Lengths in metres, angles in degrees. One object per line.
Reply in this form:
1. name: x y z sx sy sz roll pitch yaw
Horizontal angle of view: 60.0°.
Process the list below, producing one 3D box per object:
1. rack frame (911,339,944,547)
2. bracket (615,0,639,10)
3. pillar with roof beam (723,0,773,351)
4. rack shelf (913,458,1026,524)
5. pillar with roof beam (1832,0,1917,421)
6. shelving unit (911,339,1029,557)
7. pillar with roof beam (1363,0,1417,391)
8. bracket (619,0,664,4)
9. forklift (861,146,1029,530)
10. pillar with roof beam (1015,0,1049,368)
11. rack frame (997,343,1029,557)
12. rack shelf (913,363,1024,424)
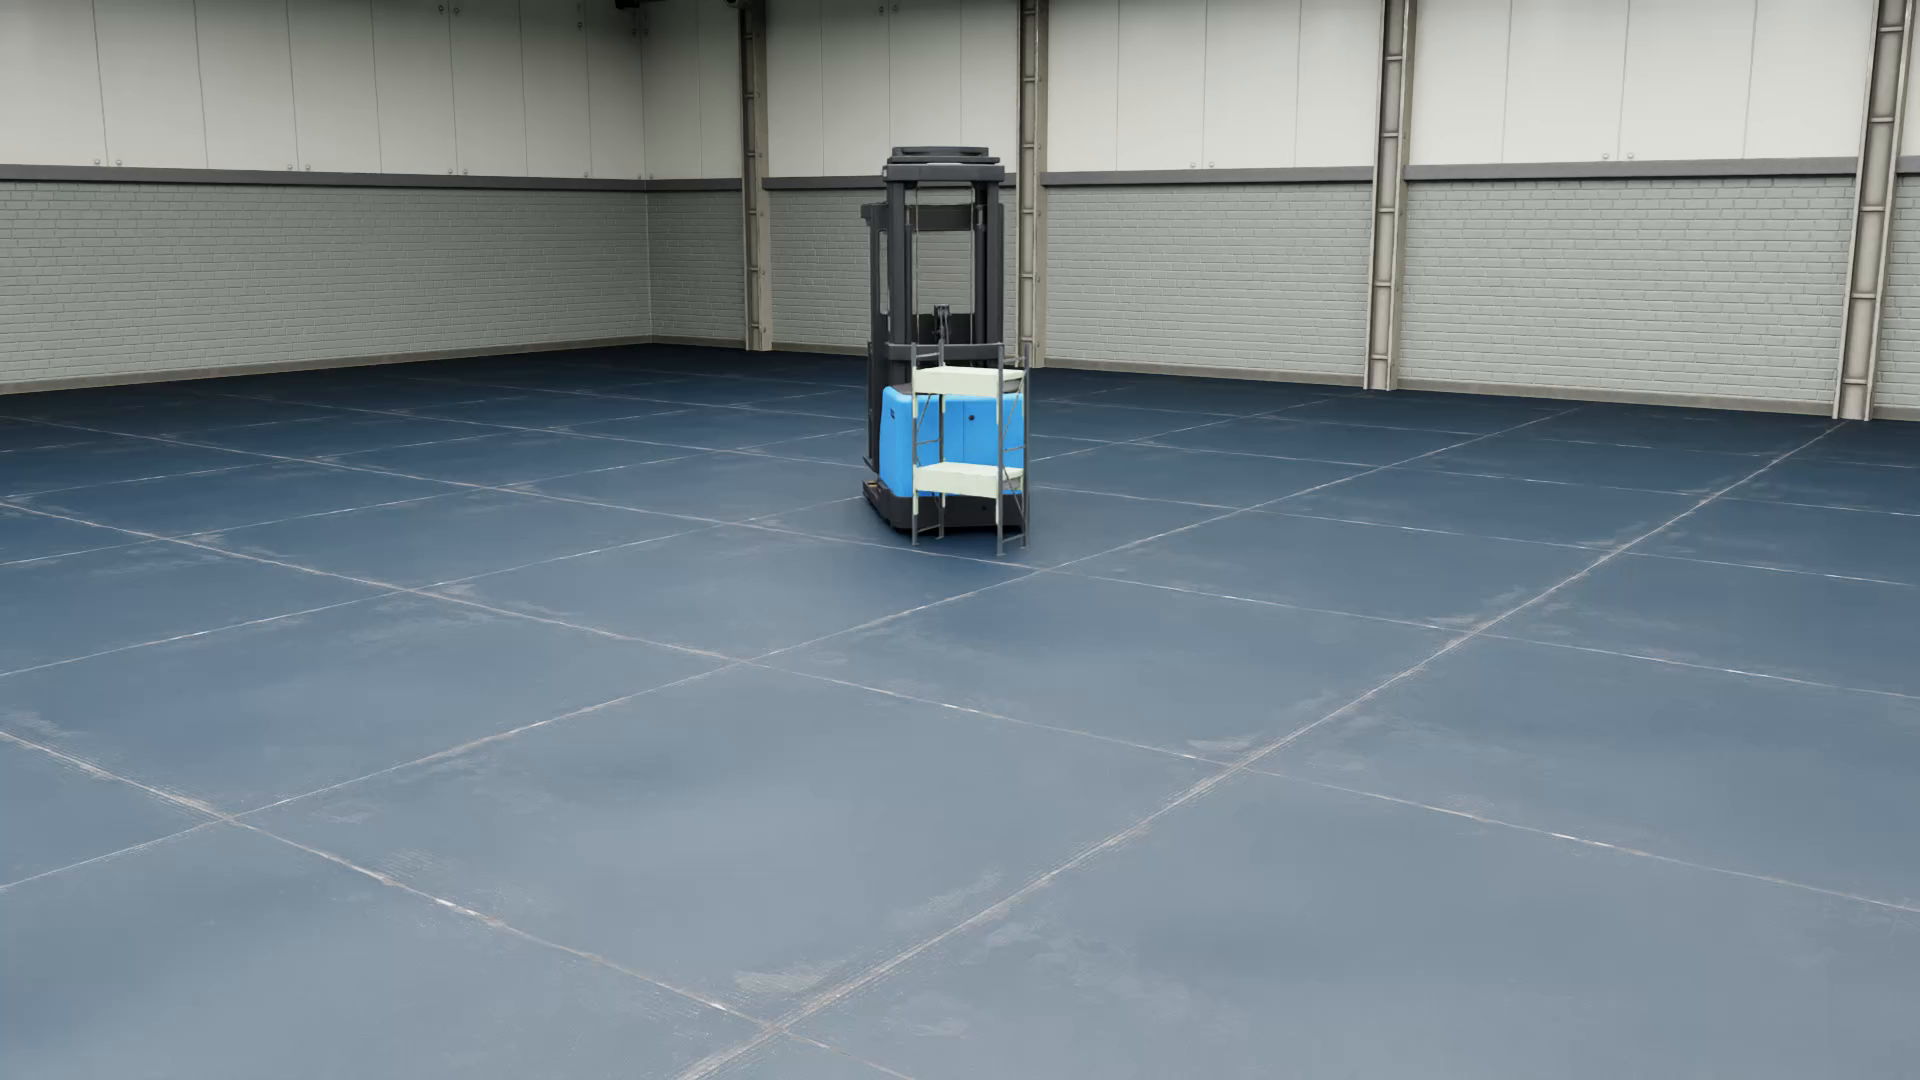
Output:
1. rack frame: -0.236 -0.721 12.308 0.023 1.500 0.400 7 13 32
2. bracket: -6.148 -9.942 30.752 0.430 0.232 0.235 8 13 36
3. pillar with roof beam: -6.242 -7.257 26.350 0.548 9.000 9.100 8 13 36
4. rack shelf: 0.073 -0.364 12.178 0.720 0.370 0.431 7 13 32
5. pillar with roof beam: 8.266 -5.233 15.889 0.400 9.000 9.100 8 13 36
6. shelving unit: 0.073 -0.684 12.116 0.755 1.500 0.431 7 13 32
7. pillar with roof beam: 3.430 -5.908 19.376 0.400 9.000 9.100 8 13 36
8. bracket: -5.672 -9.876 30.409 3.189 0.066 0.076 8 13 36
9. forklift: -0.228 -1.752 13.870 1.130 2.935 3.031 -2 11 -10
10. pillar with roof beam: -1.406 -6.583 22.863 0.400 9.000 9.100 8 13 36
11. rack frame: 0.383 -0.647 11.925 0.023 1.500 0.400 7 13 32
12. rack shelf: 0.073 -1.067 12.042 0.720 0.370 0.431 7 13 32
